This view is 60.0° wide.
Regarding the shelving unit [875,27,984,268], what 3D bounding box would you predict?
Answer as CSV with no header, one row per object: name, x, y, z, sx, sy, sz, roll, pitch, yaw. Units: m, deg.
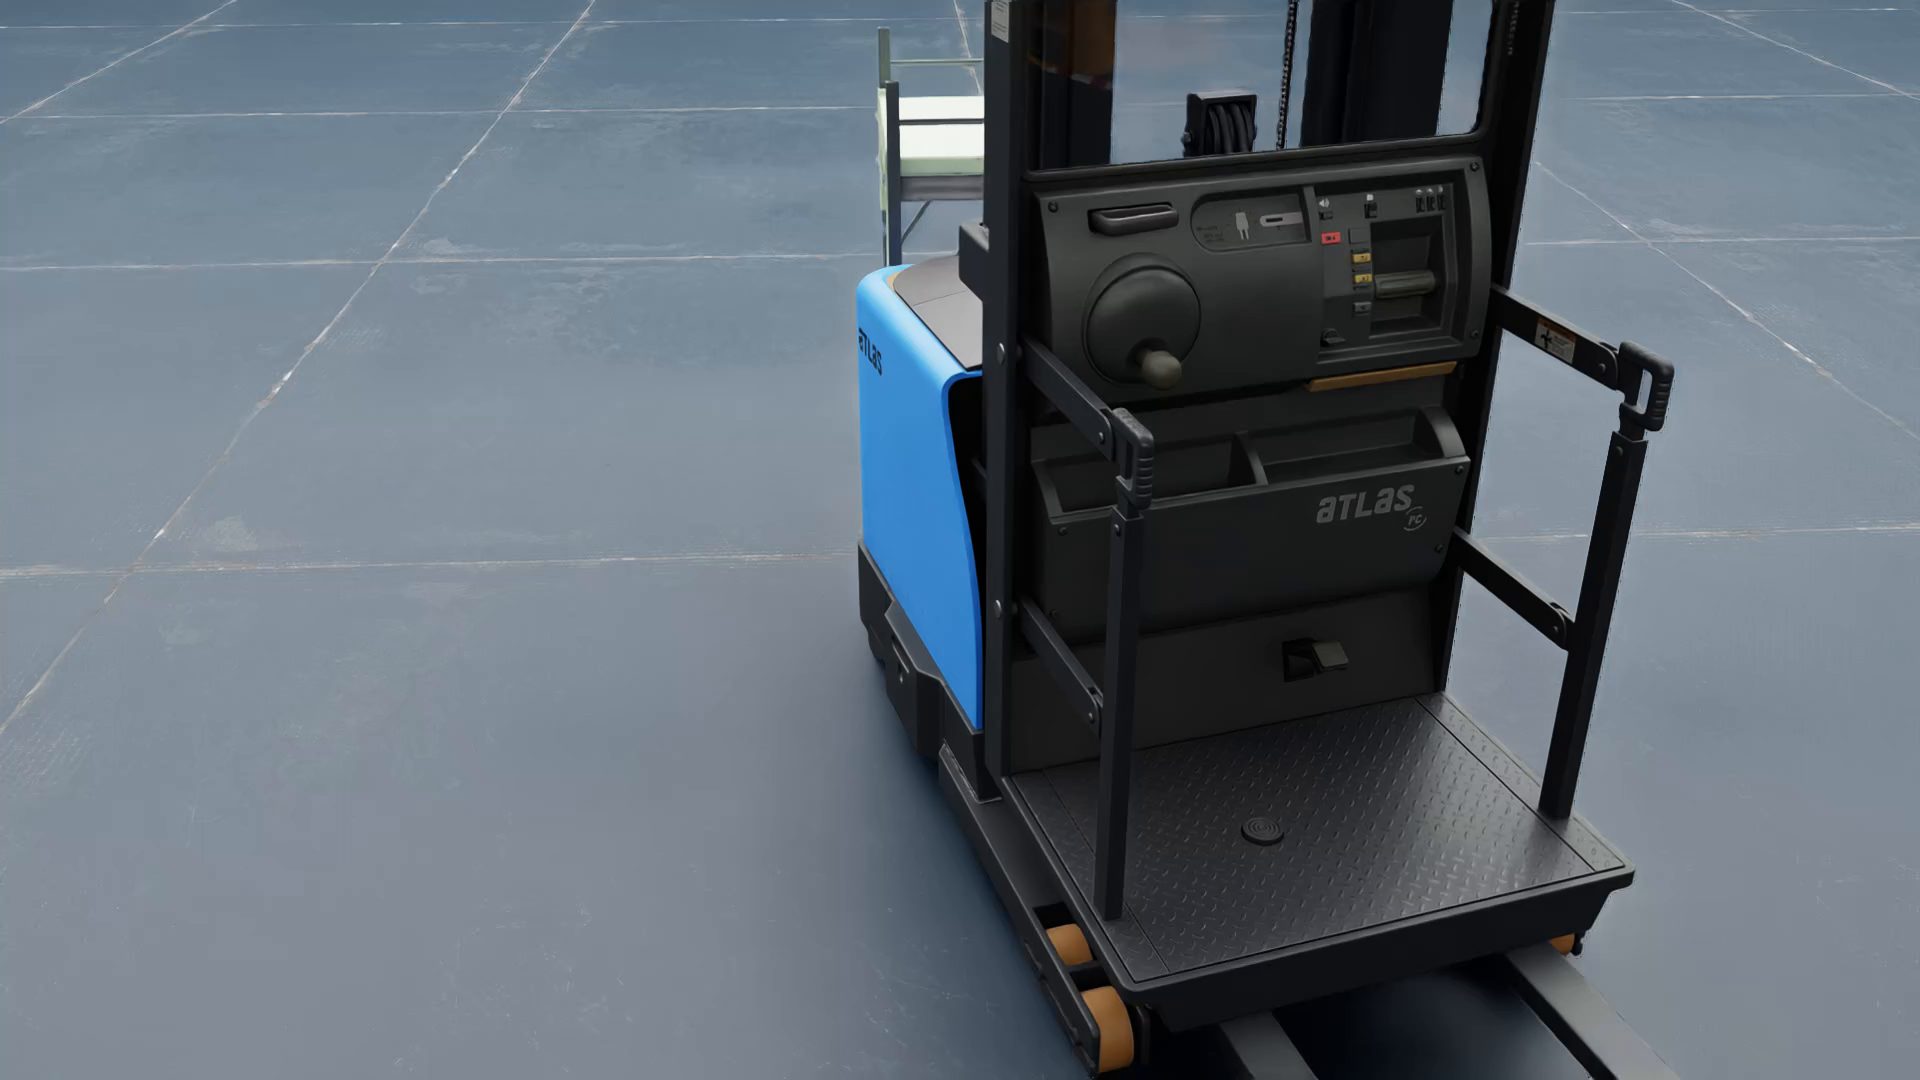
shelving unit,-0.017,-0.682,4.937,0.431,1.500,0.755,-2,28,-4

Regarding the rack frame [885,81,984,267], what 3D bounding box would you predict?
rack frame,0.009,-0.514,4.613,0.400,1.500,0.023,-2,28,-4

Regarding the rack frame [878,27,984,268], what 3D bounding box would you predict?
rack frame,-0.042,-0.851,5.260,0.400,1.500,0.023,-2,28,-4

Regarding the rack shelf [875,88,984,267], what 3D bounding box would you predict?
rack shelf,-0.017,-1.028,4.756,0.431,0.370,0.720,-2,28,-4

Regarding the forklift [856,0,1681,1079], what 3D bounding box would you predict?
forklift,0.663,-0.469,2.980,1.130,2.935,3.031,-9,29,-16
